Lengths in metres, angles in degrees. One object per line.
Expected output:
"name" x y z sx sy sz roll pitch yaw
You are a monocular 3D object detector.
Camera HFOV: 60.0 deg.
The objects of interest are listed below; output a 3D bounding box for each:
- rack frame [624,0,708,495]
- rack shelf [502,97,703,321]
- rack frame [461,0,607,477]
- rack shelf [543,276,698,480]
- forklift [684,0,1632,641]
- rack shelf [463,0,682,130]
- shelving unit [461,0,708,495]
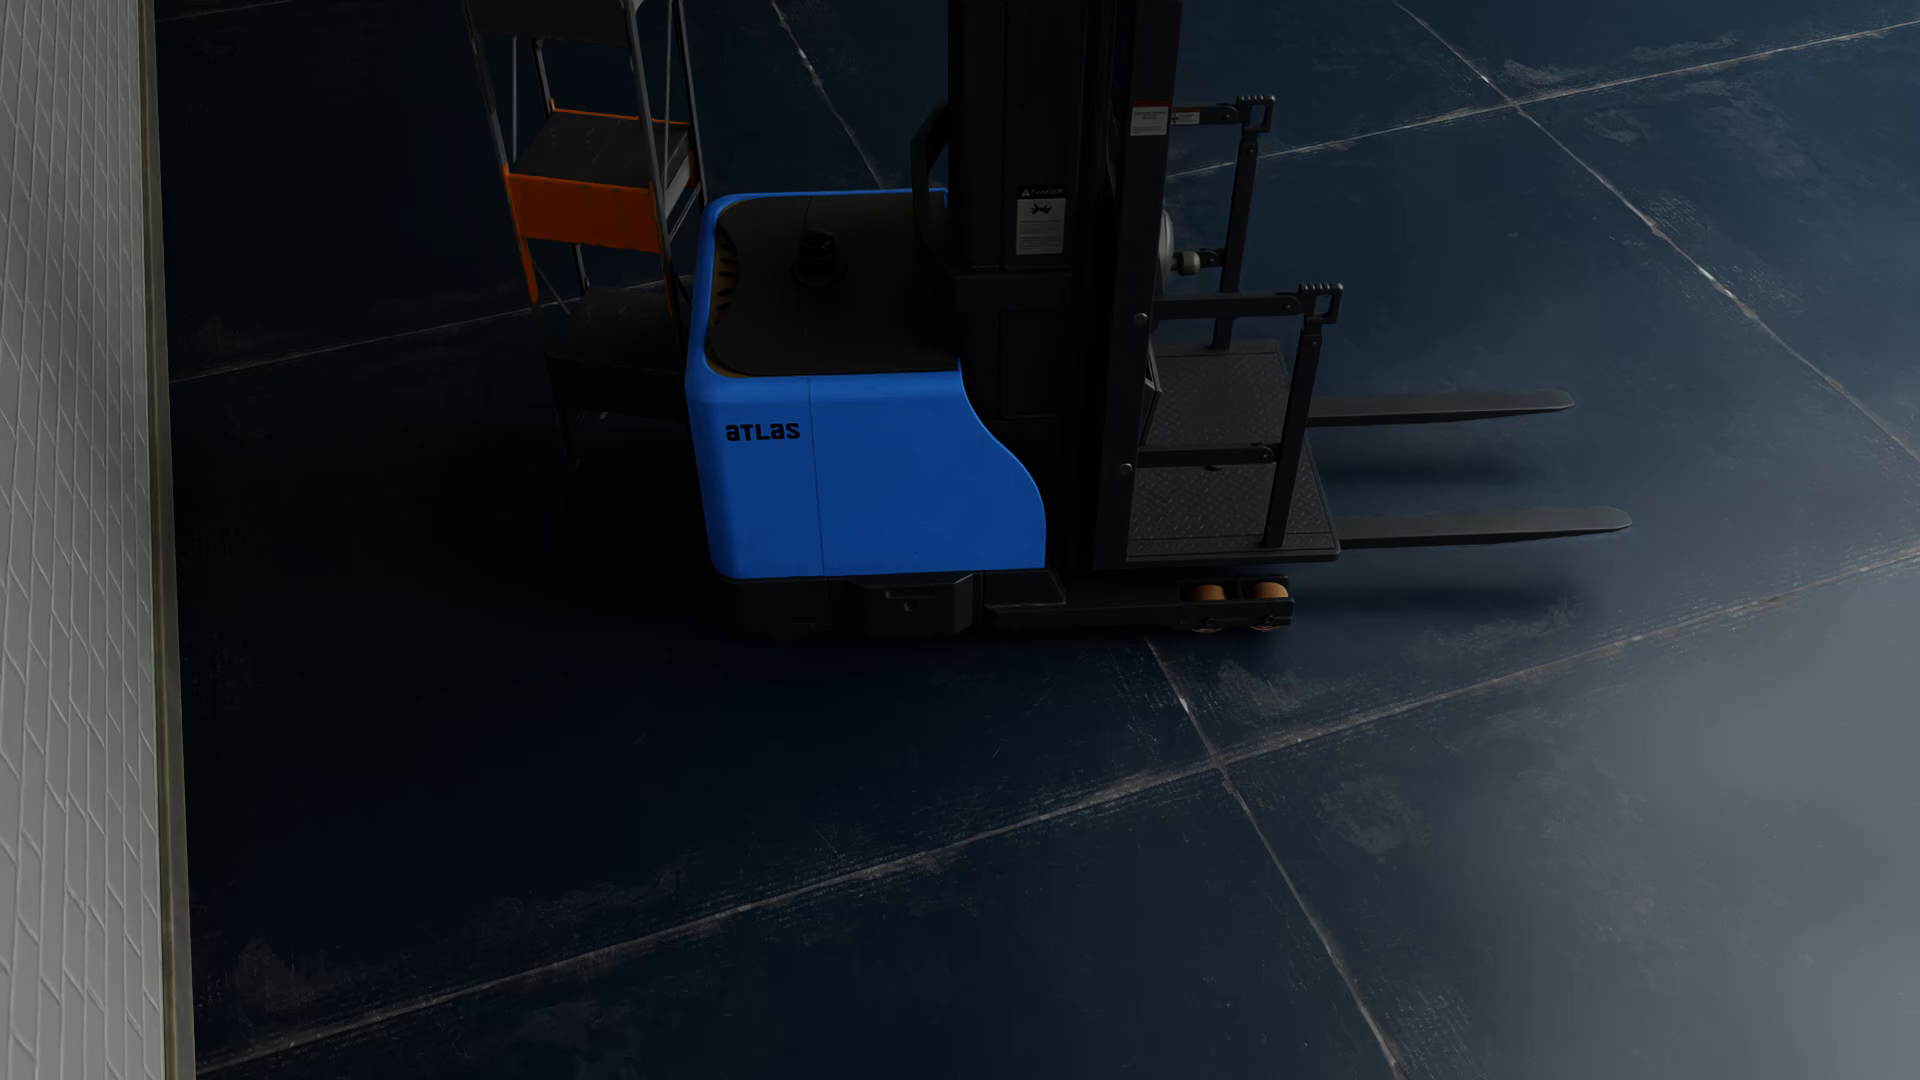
"rack frame" -0.880 -1.038 5.301 0.015 2.100 0.400 8 46 8
"rack shelf" -1.119 -1.062 5.344 0.480 0.518 0.431 8 46 8
"rack frame" -1.358 -1.105 5.368 0.015 2.100 0.400 8 46 8
"rack shelf" -1.118 -0.569 5.841 0.480 0.518 0.431 8 46 8
"forklift" 0.691 -1.106 4.783 3.031 2.935 1.130 -2 45 -2
"rack shelf" -1.119 -1.555 4.847 0.480 0.518 0.431 8 46 8
"shelving unit" -1.119 -1.072 5.335 0.503 2.100 0.431 8 46 8
